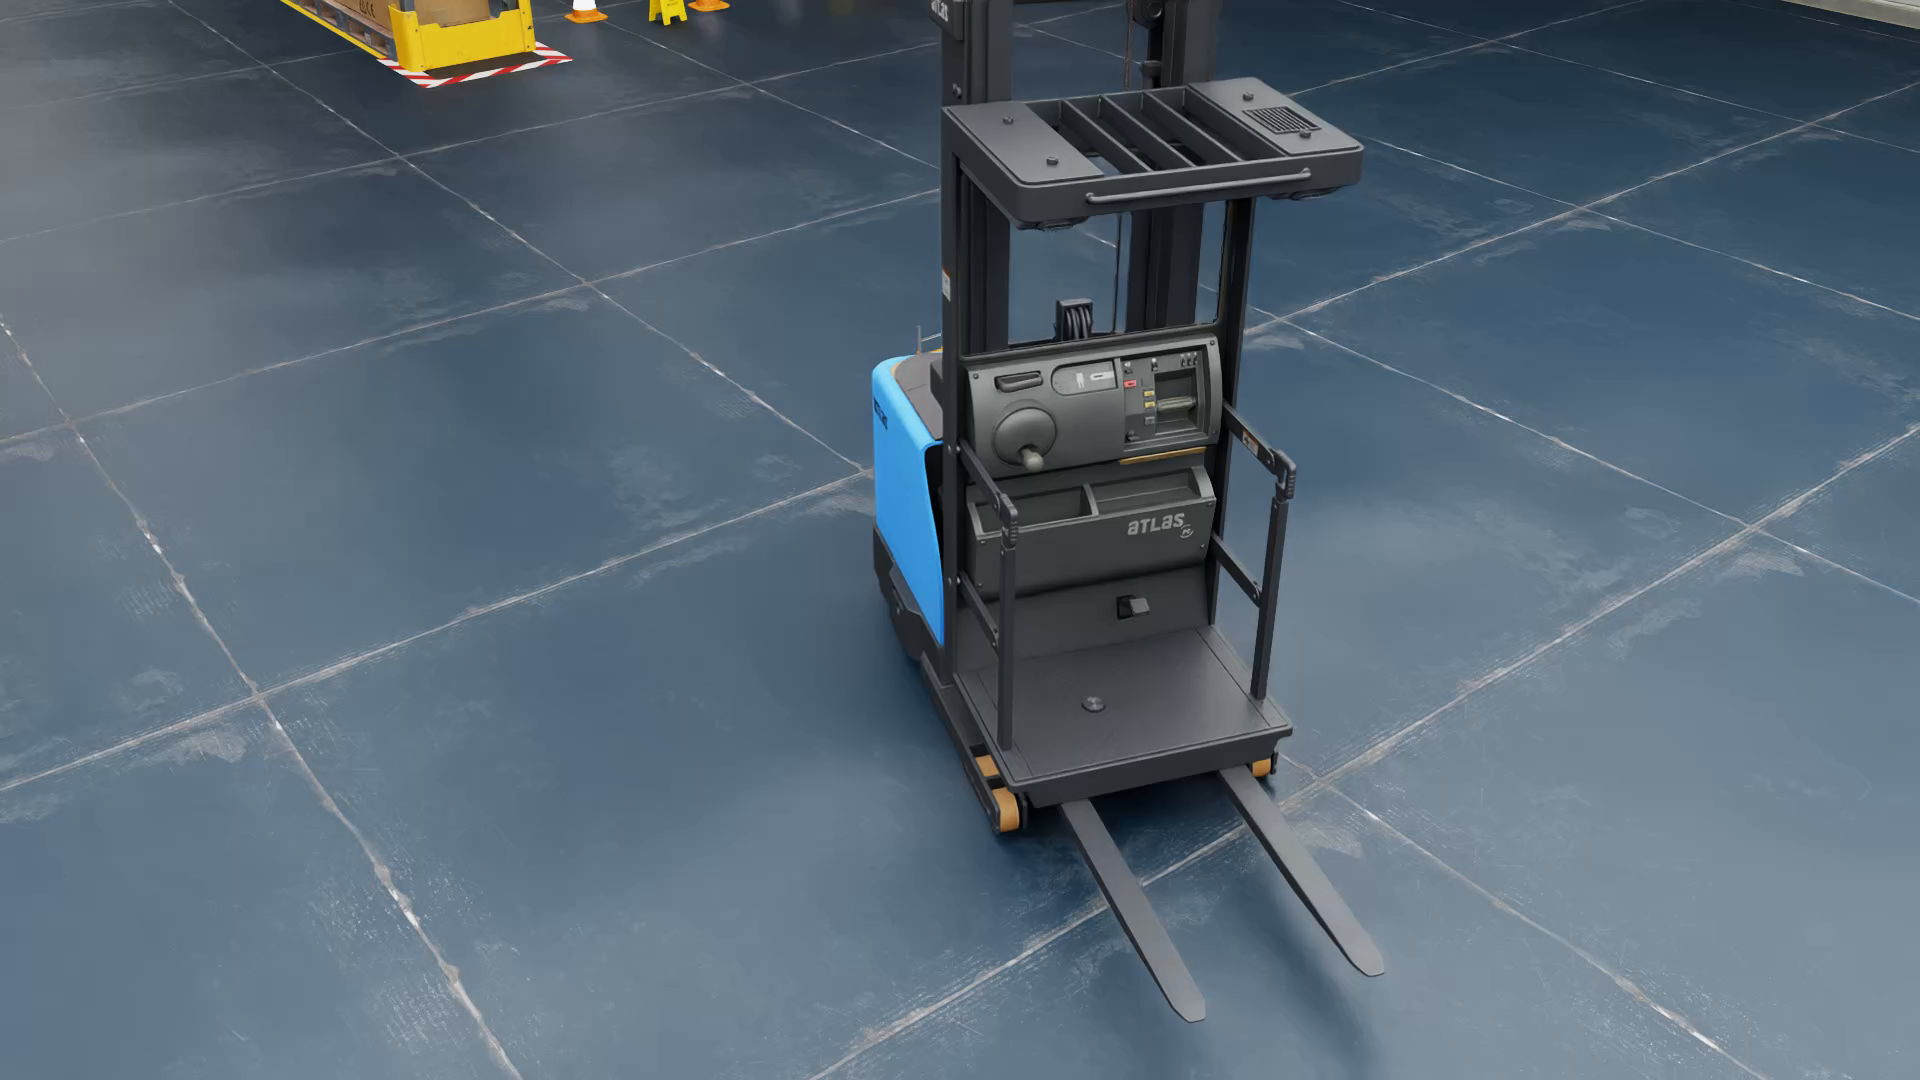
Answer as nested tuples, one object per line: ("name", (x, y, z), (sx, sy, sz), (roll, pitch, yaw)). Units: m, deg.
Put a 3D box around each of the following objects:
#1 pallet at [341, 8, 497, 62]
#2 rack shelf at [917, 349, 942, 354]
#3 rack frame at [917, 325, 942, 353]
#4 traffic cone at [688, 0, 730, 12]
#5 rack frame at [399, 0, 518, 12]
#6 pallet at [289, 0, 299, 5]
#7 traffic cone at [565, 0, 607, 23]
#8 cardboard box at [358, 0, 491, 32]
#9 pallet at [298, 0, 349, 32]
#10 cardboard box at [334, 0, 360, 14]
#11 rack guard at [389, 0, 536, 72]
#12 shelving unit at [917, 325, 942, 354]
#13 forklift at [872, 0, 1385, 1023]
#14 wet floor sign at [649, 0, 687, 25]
("pallet", (-4.872, -4.641, 15.023), (1.003, 0.211, 1.213), (-22, 38, -31))
("rack shelf", (-0.033, -0.700, 7.365), (0.215, 0.259, 0.240), (-22, 38, -31))
("rack frame", (-0.108, -0.519, 7.591), (0.200, 1.050, 0.008), (-22, 38, -31))
("traffic cone", (-2.422, -5.345, 15.917), (0.336, 0.463, 0.334), (-22, 38, -31))
("rack frame", (-4.320, -5.518, 13.791), (1.000, 3.000, 0.127), (-22, 38, -31))
("pallet", (-6.368, -5.658, 16.660), (1.003, 0.211, 1.213), (-22, 38, -31))
("traffic cone", (-3.523, -5.121, 15.556), (0.336, 0.463, 0.334), (-22, 38, -31))
("cardboard box", (-4.788, -5.055, 14.661), (0.875, 0.875, 0.875), (-22, 38, -31))
("pallet", (-5.616, -5.149, 15.841), (1.003, 0.211, 1.213), (-22, 38, -31))
("cardboard box", (-5.329, -5.421, 15.251), (0.875, 0.875, 0.875), (-23, 39, -32))
("rack guard", (-4.305, -4.446, 14.434), (1.175, 0.500, 0.348), (-22, 38, -31))
("shelving unit", (-0.033, -0.468, 7.509), (0.215, 1.050, 0.252), (-22, 38, -31))
("forklift", (0.548, -0.421, 5.649), (1.130, 2.935, 3.031), (-9, 33, -15))
("wet floor sign", (-2.738, -5.146, 15.424), (0.232, 0.644, 0.267), (26, 40, 35))
